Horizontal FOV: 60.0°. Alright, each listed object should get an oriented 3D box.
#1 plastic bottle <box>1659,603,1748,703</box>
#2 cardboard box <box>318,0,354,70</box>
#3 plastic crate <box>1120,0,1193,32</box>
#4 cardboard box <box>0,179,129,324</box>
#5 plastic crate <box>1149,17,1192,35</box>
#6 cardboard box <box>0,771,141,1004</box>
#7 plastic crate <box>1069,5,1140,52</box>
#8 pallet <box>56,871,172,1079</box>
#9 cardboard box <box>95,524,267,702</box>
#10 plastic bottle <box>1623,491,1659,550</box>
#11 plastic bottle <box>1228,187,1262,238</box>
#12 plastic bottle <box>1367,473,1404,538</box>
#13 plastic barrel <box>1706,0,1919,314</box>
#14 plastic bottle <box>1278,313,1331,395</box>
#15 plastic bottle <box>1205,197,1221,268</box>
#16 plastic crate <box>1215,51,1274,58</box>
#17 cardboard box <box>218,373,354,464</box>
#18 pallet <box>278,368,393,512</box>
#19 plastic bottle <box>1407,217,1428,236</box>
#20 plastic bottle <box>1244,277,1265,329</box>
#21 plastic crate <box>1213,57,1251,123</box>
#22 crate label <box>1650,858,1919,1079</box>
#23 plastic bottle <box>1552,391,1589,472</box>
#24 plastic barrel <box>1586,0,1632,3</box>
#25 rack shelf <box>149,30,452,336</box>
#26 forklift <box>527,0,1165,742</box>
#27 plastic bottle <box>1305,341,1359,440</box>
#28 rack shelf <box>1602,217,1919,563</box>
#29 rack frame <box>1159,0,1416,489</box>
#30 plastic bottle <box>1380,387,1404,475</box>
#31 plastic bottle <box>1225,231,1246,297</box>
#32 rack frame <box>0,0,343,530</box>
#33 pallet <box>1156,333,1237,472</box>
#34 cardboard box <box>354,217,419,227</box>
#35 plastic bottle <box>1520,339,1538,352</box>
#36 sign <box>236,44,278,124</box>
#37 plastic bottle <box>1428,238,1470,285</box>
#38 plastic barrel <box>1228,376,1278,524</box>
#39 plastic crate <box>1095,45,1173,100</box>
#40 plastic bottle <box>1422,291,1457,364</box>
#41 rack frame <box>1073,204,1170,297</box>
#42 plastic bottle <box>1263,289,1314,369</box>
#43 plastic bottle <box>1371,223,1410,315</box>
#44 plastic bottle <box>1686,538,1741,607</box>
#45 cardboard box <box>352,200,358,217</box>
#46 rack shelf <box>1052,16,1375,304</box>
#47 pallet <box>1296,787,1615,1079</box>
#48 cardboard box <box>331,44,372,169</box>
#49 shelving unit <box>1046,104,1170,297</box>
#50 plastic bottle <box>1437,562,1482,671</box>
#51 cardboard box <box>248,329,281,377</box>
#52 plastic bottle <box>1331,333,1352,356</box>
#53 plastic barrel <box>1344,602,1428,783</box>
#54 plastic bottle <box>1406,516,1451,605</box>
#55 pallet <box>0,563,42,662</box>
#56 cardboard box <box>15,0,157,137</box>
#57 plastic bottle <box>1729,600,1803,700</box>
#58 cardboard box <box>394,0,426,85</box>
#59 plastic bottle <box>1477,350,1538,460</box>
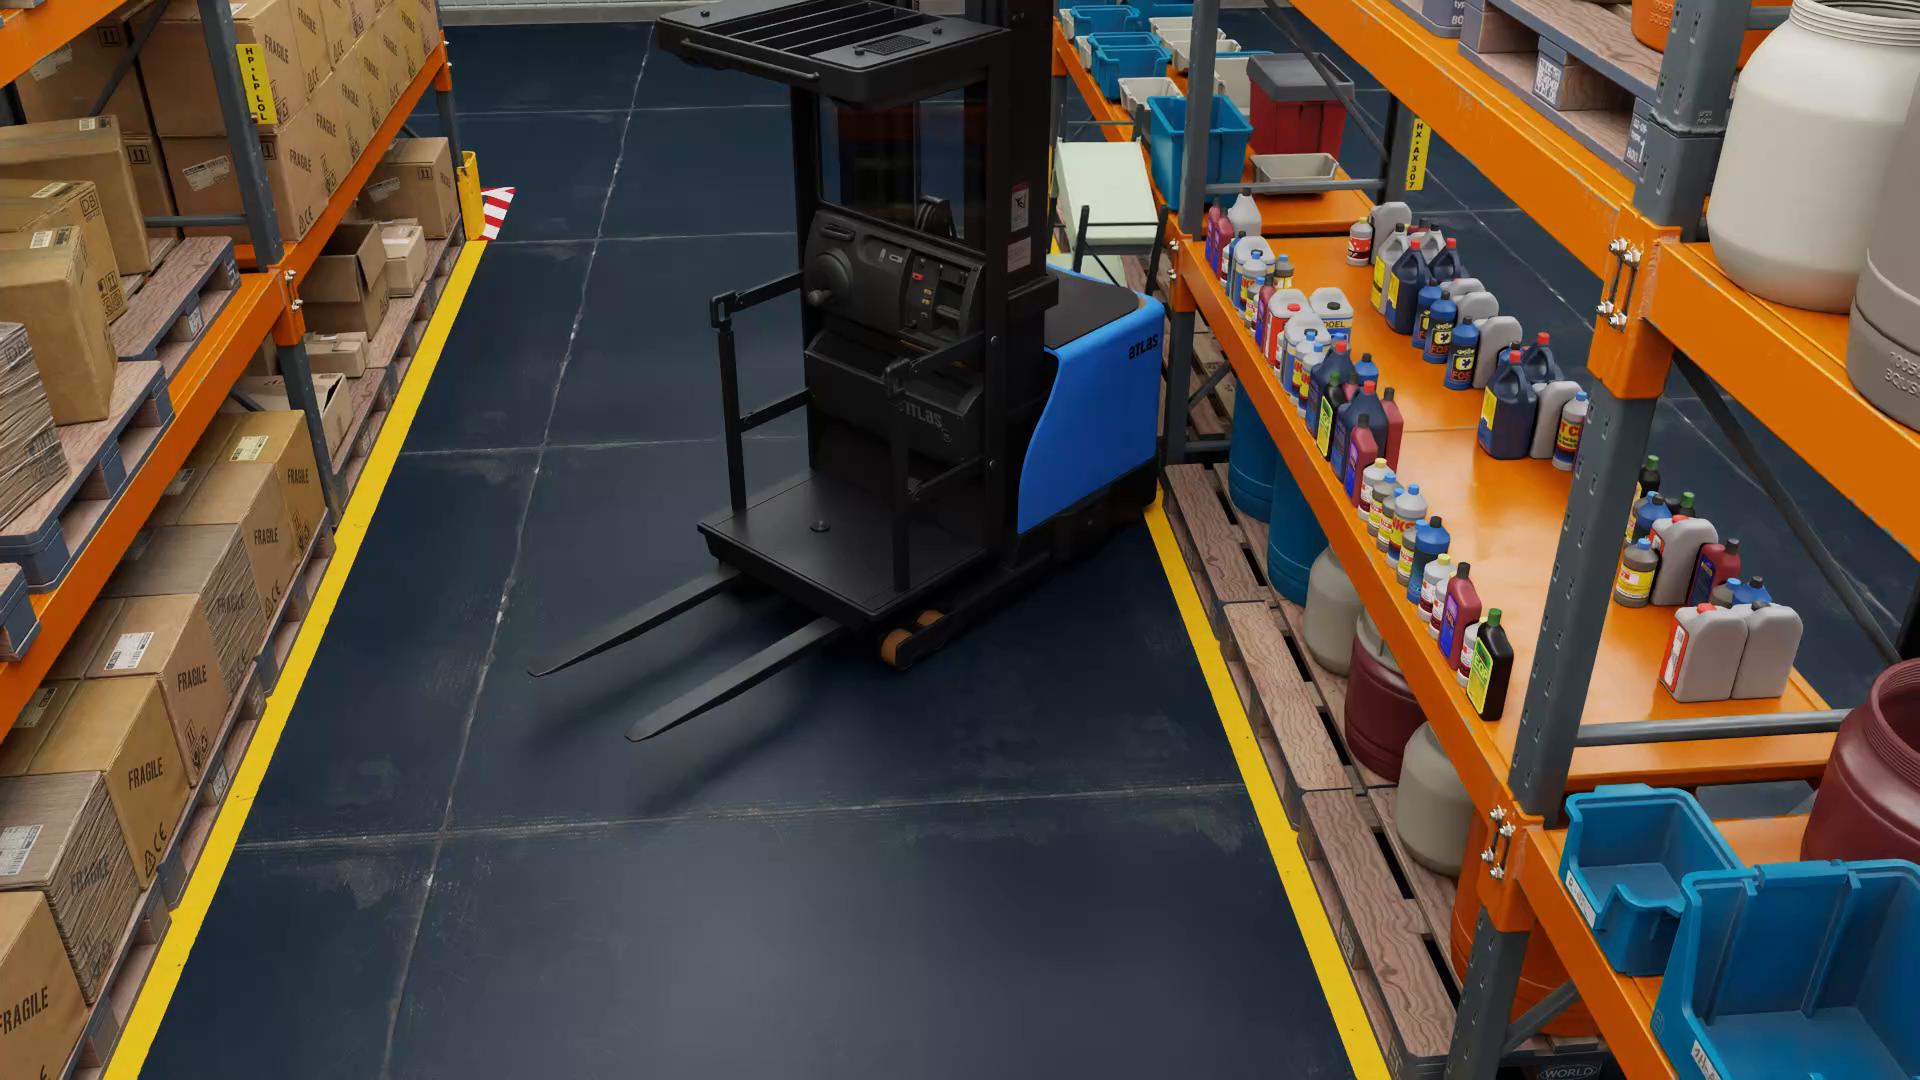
[{"bbox_3d":[1.997,0.286,4.467,0.152,0.276,0.135,-3,31,-5],"label":"plastic bottle"},{"bbox_3d":[-3.299,-2.597,8.100,0.500,0.500,0.500,-4,31,-6],"label":"cardboard box"},{"bbox_3d":[1.337,-3.501,10.594,0.616,0.435,0.499,-3,31,-5],"label":"plastic crate"},{"bbox_3d":[-3.490,-0.967,5.937,0.700,0.500,0.500,2,31,3],"label":"cardboard box"},{"bbox_3d":[1.376,-3.127,10.259,0.396,0.136,0.243,-3,31,-5],"label":"plastic crate"},{"bbox_3d":[-2.877,1.069,5.044,0.500,0.500,0.500,-4,31,-6],"label":"cardboard box"},{"bbox_3d":[0.877,-3.098,10.117,0.416,0.233,0.300,-3,31,-5],"label":"plastic crate"},{"bbox_3d":[-3.097,1.512,5.013,1.003,0.211,1.213,-3,31,-5],"label":"pallet"},{"bbox_3d":[-3.023,0.287,6.354,0.500,0.500,0.500,-2,31,-4],"label":"cardboard box"},{"bbox_3d":[2.109,-0.054,5.109,0.097,0.201,0.097,0,31,0],"label":"plastic bottle"},{"bbox_3d":[1.207,-1.343,7.121,0.144,0.351,0.185,-3,31,-5],"label":"plastic bottle"},{"bbox_3d":[1.336,-0.114,5.210,0.097,0.201,0.097,0,31,0],"label":"plastic bottle"},{"bbox_3d":[1.591,-0.700,2.963,0.421,0.512,0.421,0,31,0],"label":"plastic barrel"},{"bbox_3d":[1.266,-0.681,6.086,0.152,0.276,0.135,-3,31,-5],"label":"plastic bottle"},{"bbox_3d":[1.103,-1.322,7.152,0.061,0.283,0.133,-3,31,-5],"label":"plastic bottle"},{"bbox_3d":[1.567,-2.540,9.182,0.416,0.233,0.300,-3,31,-5],"label":"plastic crate"},{"bbox_3d":[-3.262,-0.604,8.029,0.500,0.311,0.500,-3,31,-5],"label":"cardboard box"},{"bbox_3d":[-3.502,-0.498,8.378,1.003,0.211,1.213,-3,31,-5],"label":"pallet"},{"bbox_3d":[1.919,-1.228,6.995,0.061,0.283,0.133,-3,31,-5],"label":"plastic bottle"},{"bbox_3d":[1.184,-0.943,6.598,0.097,0.201,0.097,0,31,0],"label":"plastic bottle"},{"bbox_3d":[1.534,-2.343,8.805,0.437,0.282,0.530,-3,31,-5],"label":"plastic crate"},{"bbox_3d":[1.691,0.967,3.171,0.502,0.435,0.616,-3,31,-5],"label":"crate label"},{"bbox_3d":[2.057,-0.369,5.568,0.097,0.271,0.097,0,31,0],"label":"plastic bottle"},{"bbox_3d":[1.621,-1.487,4.114,0.301,0.262,0.301,0,31,0],"label":"plastic barrel"},{"bbox_3d":[-3.625,-2.057,8.970,1.077,0.370,4.000,-3,31,-5],"label":"rack shelf"},{"bbox_3d":[-0.423,-1.019,6.598,1.130,2.935,3.031,25,39,35],"label":"forklift"},{"bbox_3d":[1.295,-0.532,5.764,0.144,0.351,0.185,-3,31,-5],"label":"plastic bottle"},{"bbox_3d":[2.054,0.504,1.757,1.077,0.370,4.000,-3,31,-5],"label":"rack shelf"},{"bbox_3d":[1.494,-1.580,7.470,1.000,3.000,0.127,-3,31,-5],"label":"rack frame"},{"bbox_3d":[1.424,-0.359,5.539,0.061,0.283,0.133,-3,31,-5],"label":"plastic bottle"},{"bbox_3d":[1.154,-1.141,6.861,0.097,0.271,0.097,0,31,0],"label":"plastic bottle"},{"bbox_3d":[-3.439,-1.345,7.076,1.000,3.000,0.127,-3,31,-5],"label":"rack frame"},{"bbox_3d":[1.386,-0.756,8.811,1.003,0.211,1.213,-3,31,-5],"label":"pallet"},{"bbox_3d":[-3.568,-1.882,10.310,0.380,0.166,0.250,-3,31,-5],"label":"cardboard box"},{"bbox_3d":[2.035,-0.597,5.938,0.061,0.283,0.133,-3,31,-5],"label":"plastic bottle"},{"bbox_3d":[-2.886,-1.870,6.827,0.100,0.325,0.005,-3,31,-5],"label":"sign"},{"bbox_3d":[1.922,-1.011,6.565,0.144,0.351,0.185,-3,31,-5],"label":"plastic bottle"},{"bbox_3d":[1.527,-0.581,7.434,0.600,0.901,0.708,-3,31,-5],"label":"plastic barrel"},{"bbox_3d":[0.966,-2.609,9.297,0.416,0.233,0.300,-3,31,-5],"label":"plastic crate"},{"bbox_3d":[1.824,-0.811,6.308,0.097,0.271,0.097,0,31,0],"label":"plastic bottle"},{"bbox_3d":[0.707,-1.039,8.087,0.400,1.500,0.023,-2,52,-6],"label":"rack frame"},{"bbox_3d":[1.244,-0.800,6.284,0.152,0.276,0.135,-3,31,-5],"label":"plastic bottle"},{"bbox_3d":[1.762,-1.098,6.712,0.144,0.351,0.185,-3,31,-5],"label":"plastic bottle"},{"bbox_3d":[2.163,0.106,4.761,0.061,0.283,0.133,-3,31,-5],"label":"plastic bottle"},{"bbox_3d":[-4.115,-2.122,10.728,0.380,0.149,0.250,-3,31,-5],"label":"cardboard box"},{"bbox_3d":[1.307,-2.292,9.364,1.077,0.370,4.000,-3,31,-5],"label":"rack shelf"},{"bbox_3d":[1.752,1.259,5.437,1.003,0.211,1.213,-3,31,-5],"label":"pallet"},{"bbox_3d":[-3.310,-2.178,8.373,0.500,0.500,0.500,-3,31,-5],"label":"cardboard box"},{"bbox_3d":[0.675,-1.325,8.312,0.431,1.500,0.755,-2,52,-6],"label":"shelving unit"},{"bbox_3d":[1.383,0.208,4.590,0.061,0.283,0.133,-3,31,-5],"label":"plastic bottle"},{"bbox_3d":[-3.844,-1.039,8.758,0.500,0.311,0.500,-3,31,-5],"label":"cardboard box"},{"bbox_3d":[1.388,-0.665,6.131,0.097,0.201,0.097,0,31,0],"label":"plastic bottle"},{"bbox_3d":[1.699,0.492,5.944,0.600,0.588,0.708,-3,31,-5],"label":"plastic barrel"},{"bbox_3d":[1.372,0.054,4.859,0.097,0.271,0.097,0,31,0],"label":"plastic bottle"},{"bbox_3d":[-3.198,0.437,4.280,1.213,0.211,1.003,-3,31,-5],"label":"pallet"},{"bbox_3d":[-3.744,-2.063,7.205,0.500,0.500,0.500,-3,31,-4],"label":"cardboard box"},{"bbox_3d":[2.149,0.279,4.479,0.152,0.276,0.135,-3,31,-5],"label":"plastic bottle"},{"bbox_3d":[-3.447,-2.949,9.665,0.500,0.500,0.500,-2,31,-4],"label":"cardboard box"},{"bbox_3d":[1.869,-0.467,5.655,0.144,0.351,0.185,-3,31,-5],"label":"plastic bottle"}]
